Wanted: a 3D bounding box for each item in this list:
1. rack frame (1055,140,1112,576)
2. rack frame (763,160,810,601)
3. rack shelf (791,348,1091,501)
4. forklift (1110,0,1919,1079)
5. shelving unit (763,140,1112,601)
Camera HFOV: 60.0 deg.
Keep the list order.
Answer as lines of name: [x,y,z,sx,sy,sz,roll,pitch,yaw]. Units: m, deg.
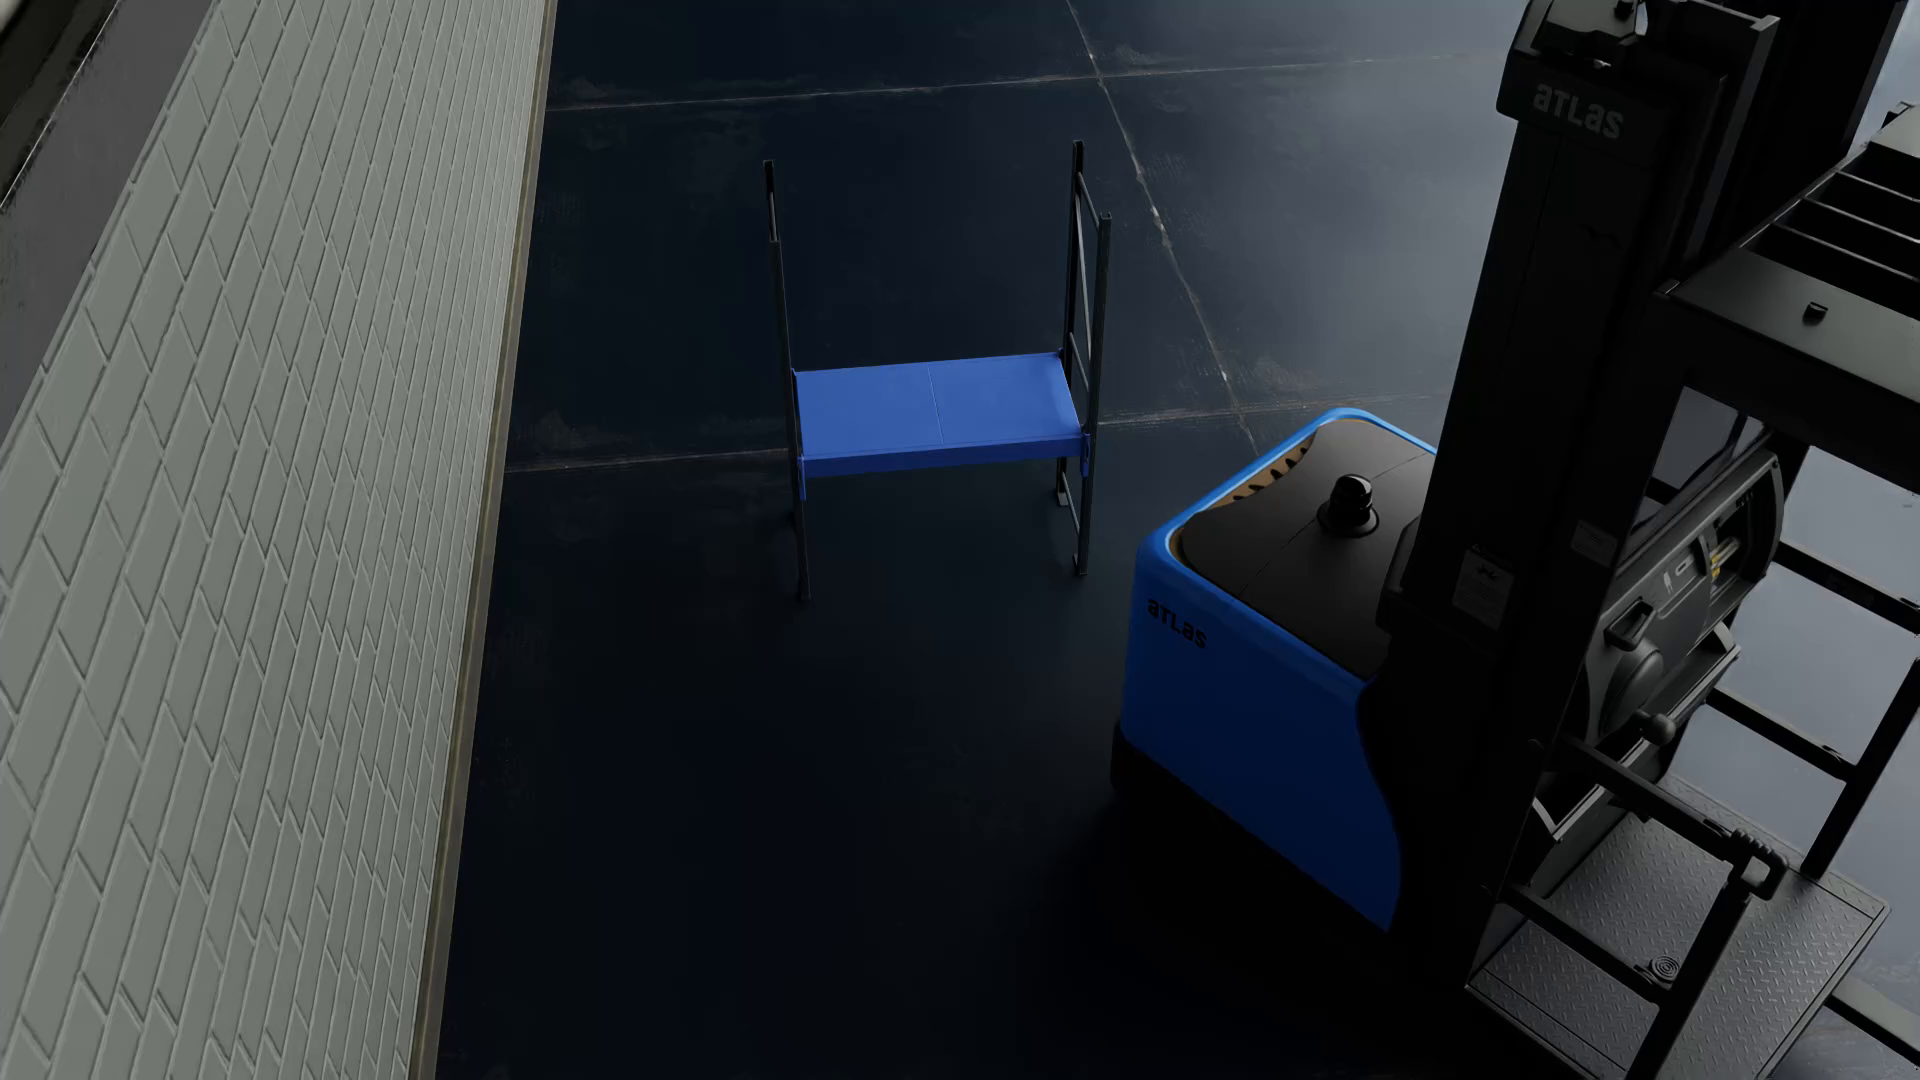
rack frame: [0.419,-0.594,5.788,0.032,1.500,0.500,-5,42,-6]
rack frame: [-0.589,-0.505,5.690,0.032,1.500,0.500,-5,42,-6]
rack shelf: [-0.085,-0.416,5.860,1.000,0.185,0.538,-5,42,-6]
forklift: [1.861,0.210,3.829,1.130,2.935,3.031,-33,51,-31]
shelving unit: [-0.085,-0.549,5.739,1.048,1.500,0.538,-5,42,-6]
